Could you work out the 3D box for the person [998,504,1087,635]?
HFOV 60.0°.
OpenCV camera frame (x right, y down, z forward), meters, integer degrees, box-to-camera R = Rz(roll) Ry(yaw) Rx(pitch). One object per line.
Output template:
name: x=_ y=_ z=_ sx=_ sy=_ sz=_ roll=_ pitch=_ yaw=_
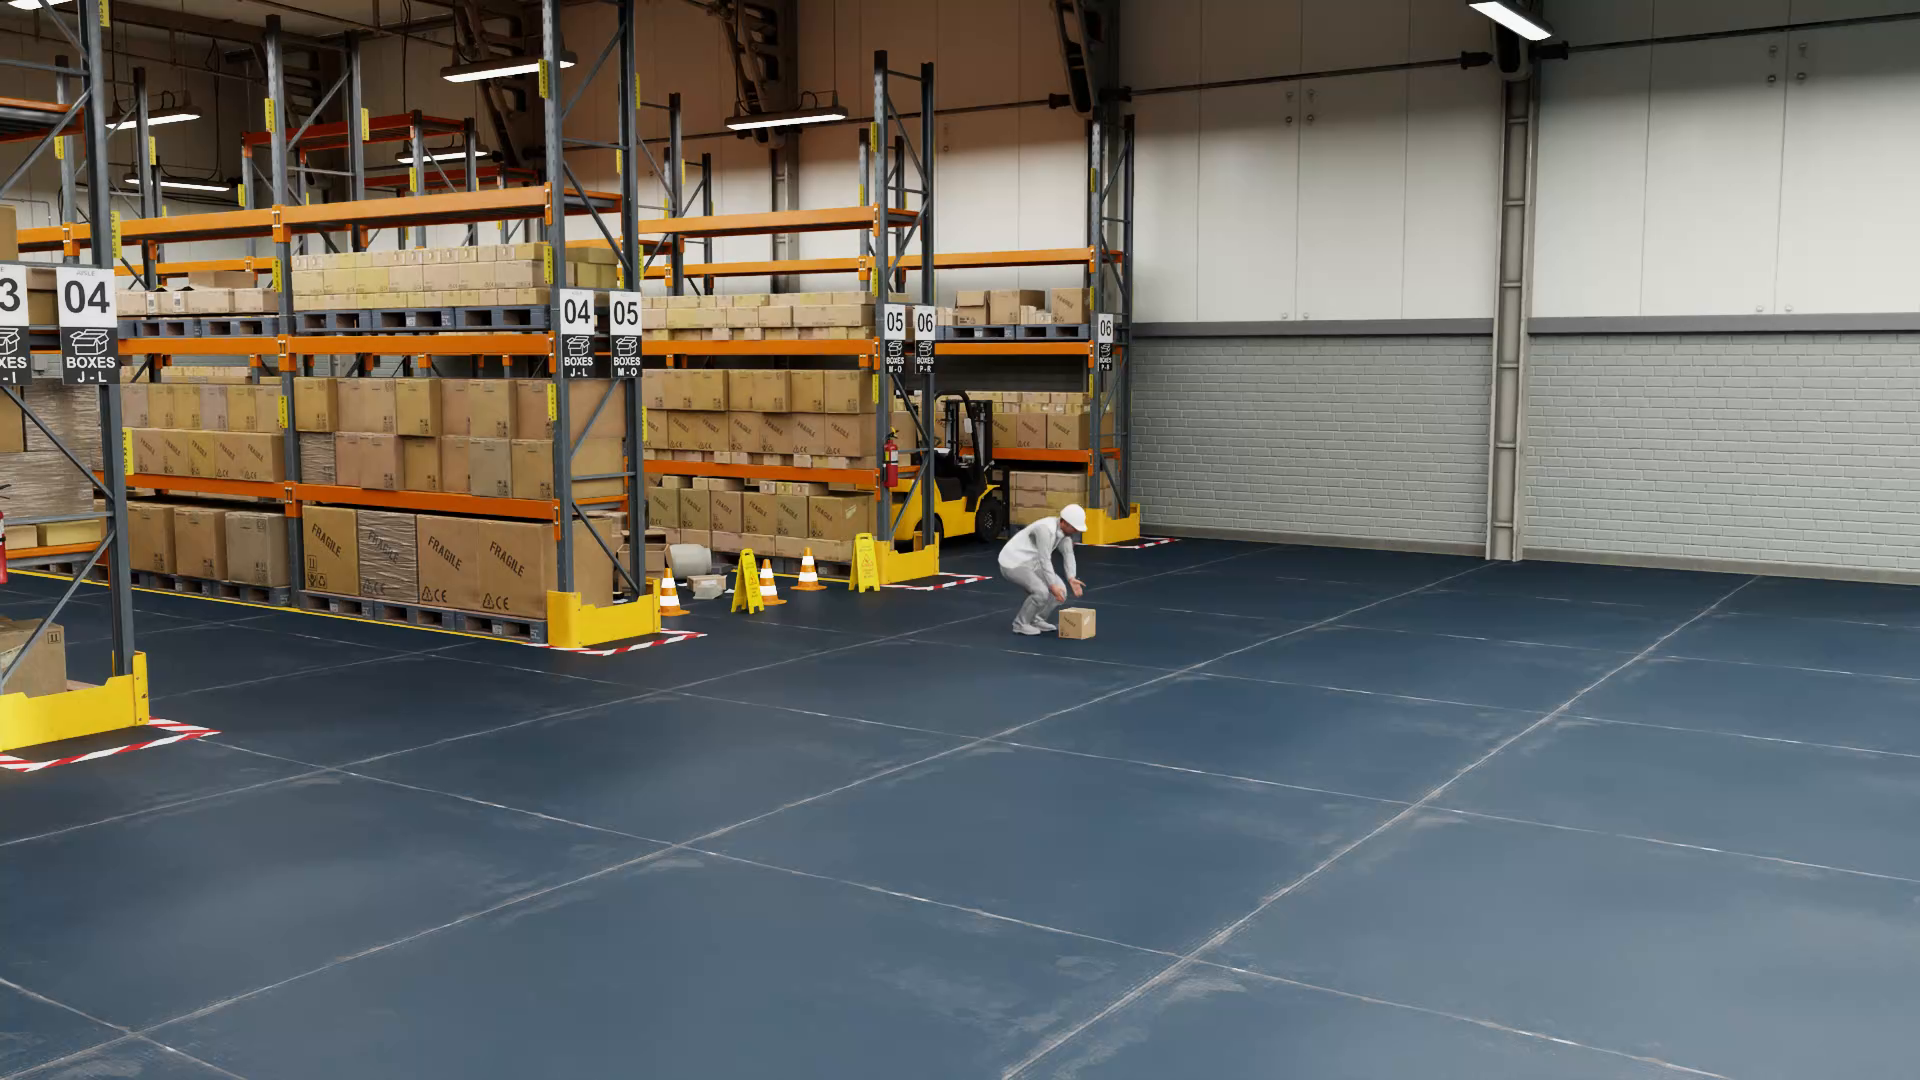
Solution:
person: x=0.799 y=0.262 z=15.717 sx=0.842 sy=1.240 sz=0.578 roll=4 pitch=7 yaw=33
